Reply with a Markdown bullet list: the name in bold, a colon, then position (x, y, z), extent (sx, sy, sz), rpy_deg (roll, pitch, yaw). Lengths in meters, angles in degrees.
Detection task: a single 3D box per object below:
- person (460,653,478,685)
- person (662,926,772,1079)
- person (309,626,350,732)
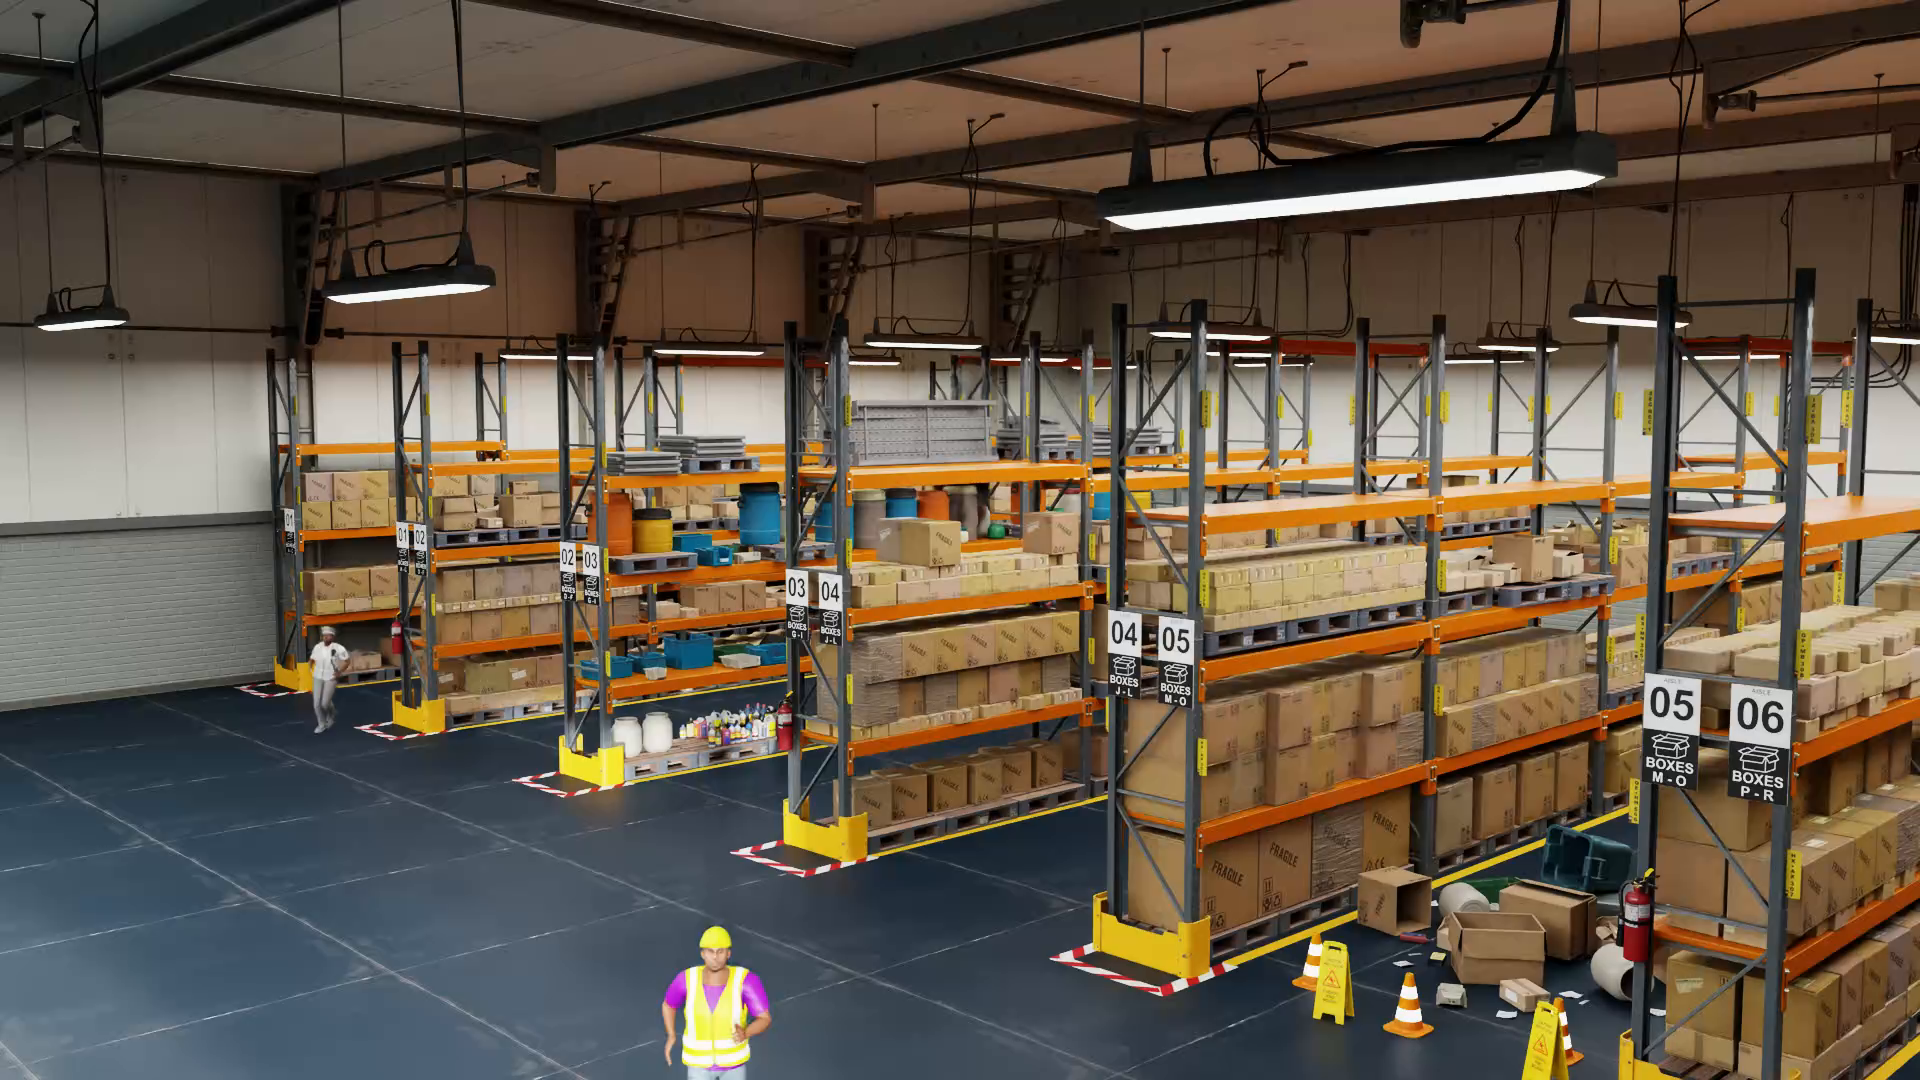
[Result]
- **person**: position (-8.373, 1.861, 28.554), extent (0.570, 1.645, 0.865), rpy_deg (4, 6, 38)
- **person**: position (-1.573, 3.359, 10.740), extent (0.713, 1.744, 0.932), rpy_deg (-1, 5, -6)
- **person**: position (-9.723, 2.136, 25.531), extent (0.595, 1.645, 0.577), rpy_deg (0, 5, 3)
